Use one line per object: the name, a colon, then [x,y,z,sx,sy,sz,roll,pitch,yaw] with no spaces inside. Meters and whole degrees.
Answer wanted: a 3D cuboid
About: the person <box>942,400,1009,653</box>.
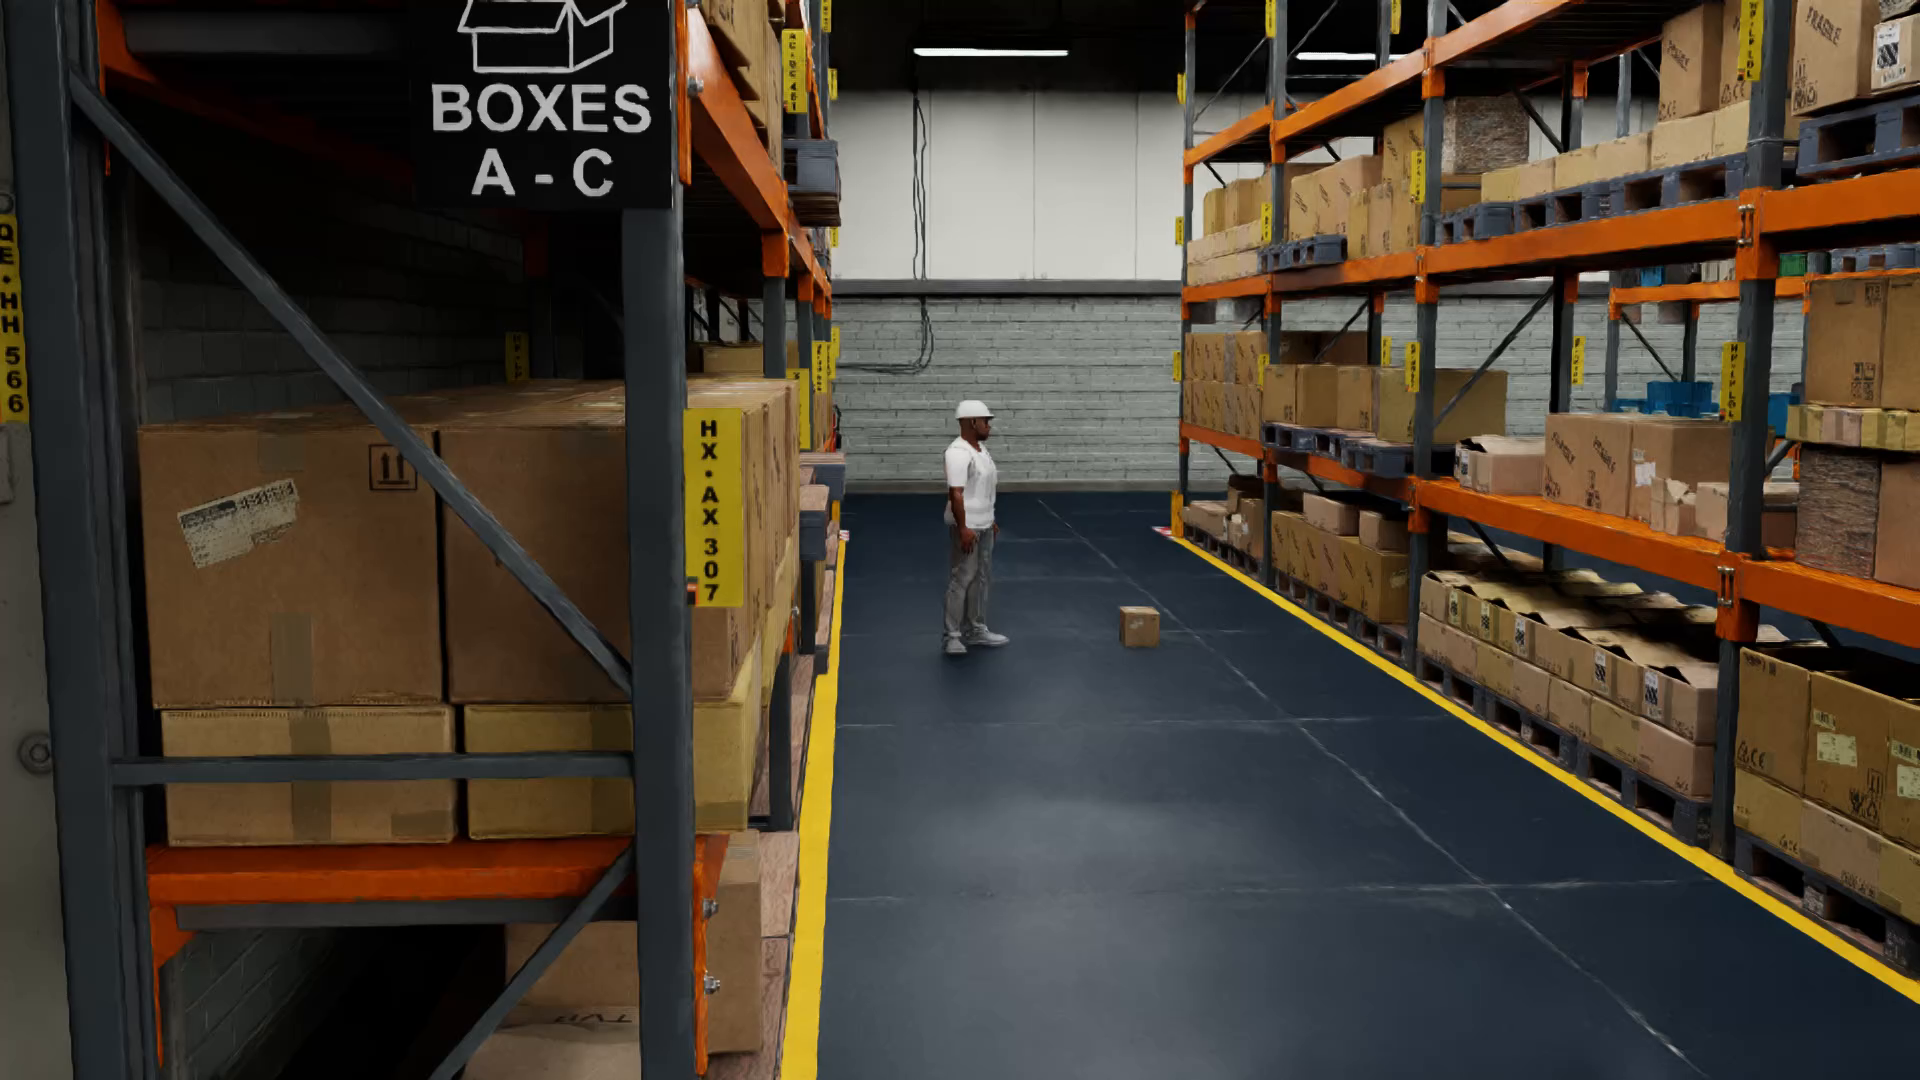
person: [0.100,-0.109,11.812,0.381,1.768,0.664,3,7,22]
